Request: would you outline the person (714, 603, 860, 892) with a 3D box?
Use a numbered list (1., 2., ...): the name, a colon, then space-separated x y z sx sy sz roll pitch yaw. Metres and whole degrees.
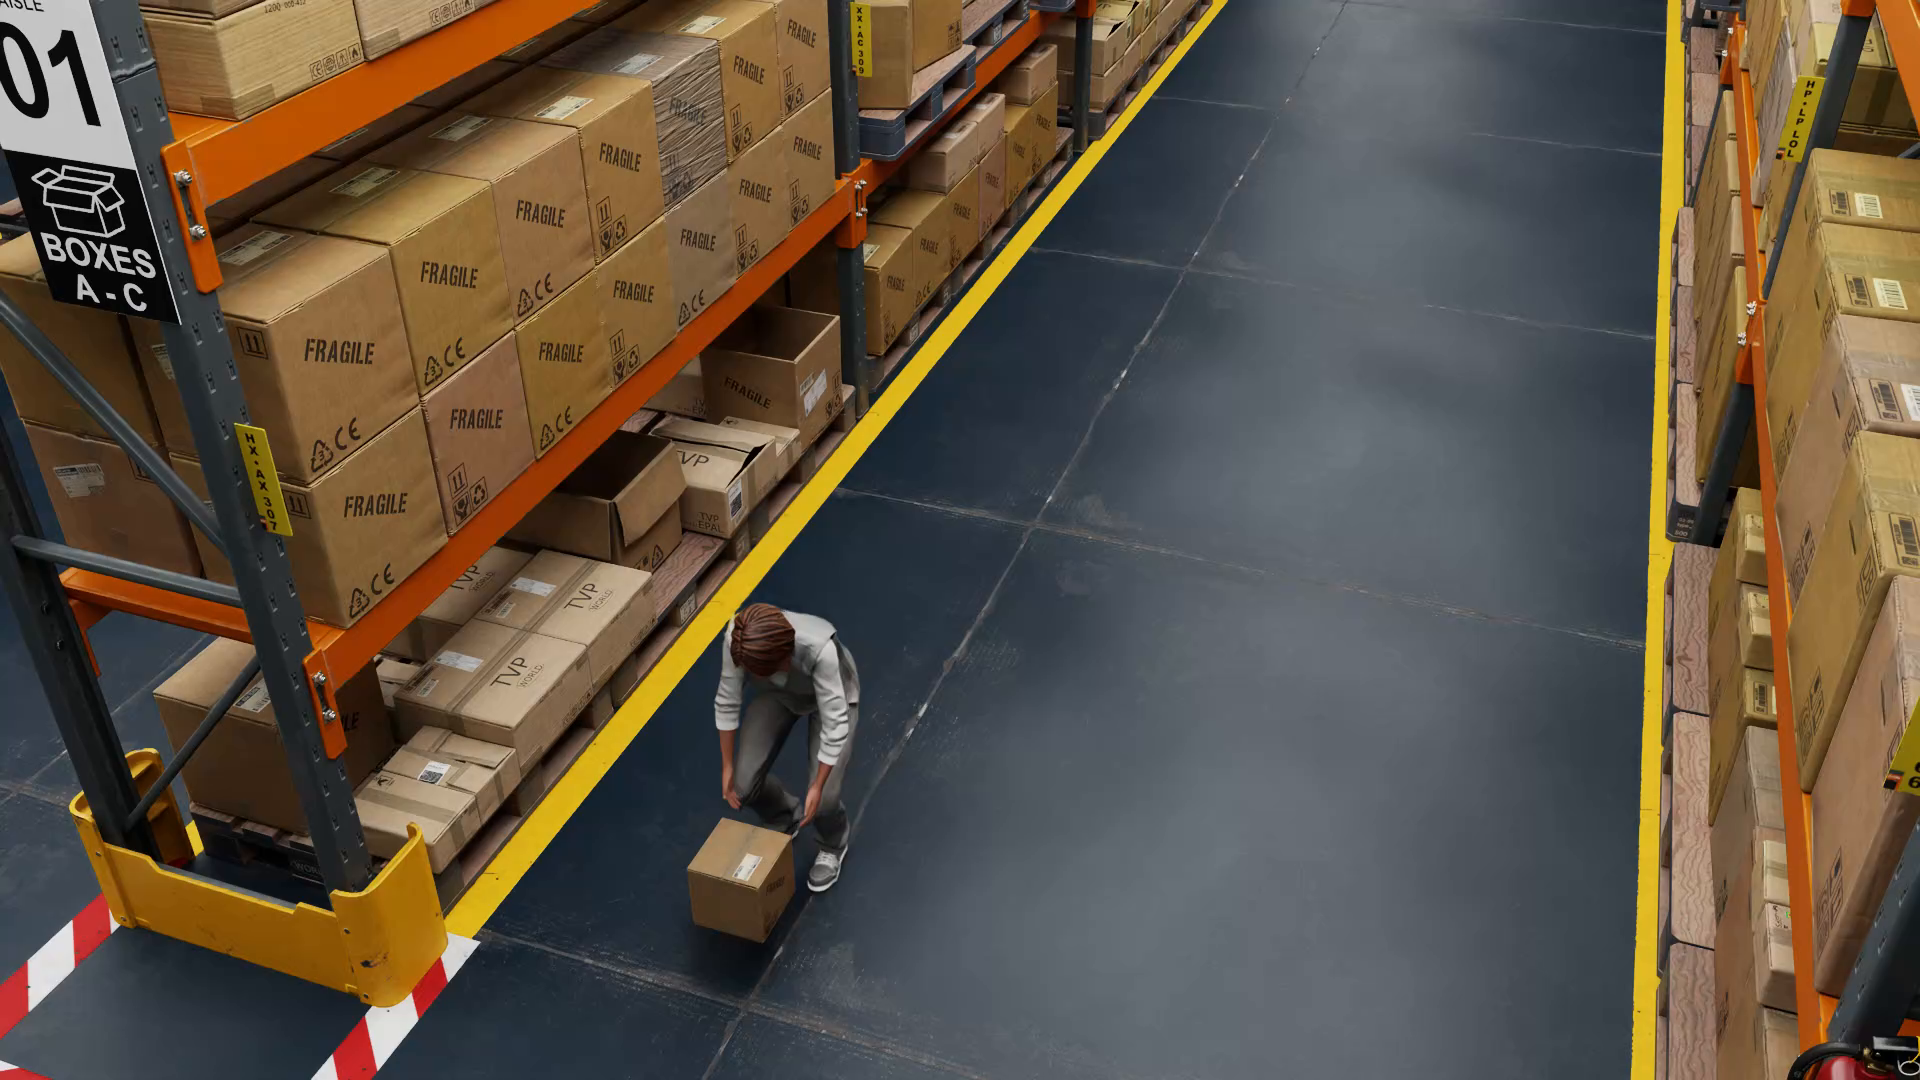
1. person: -0.536 0.627 5.509 0.463 1.272 0.671 11 35 16
